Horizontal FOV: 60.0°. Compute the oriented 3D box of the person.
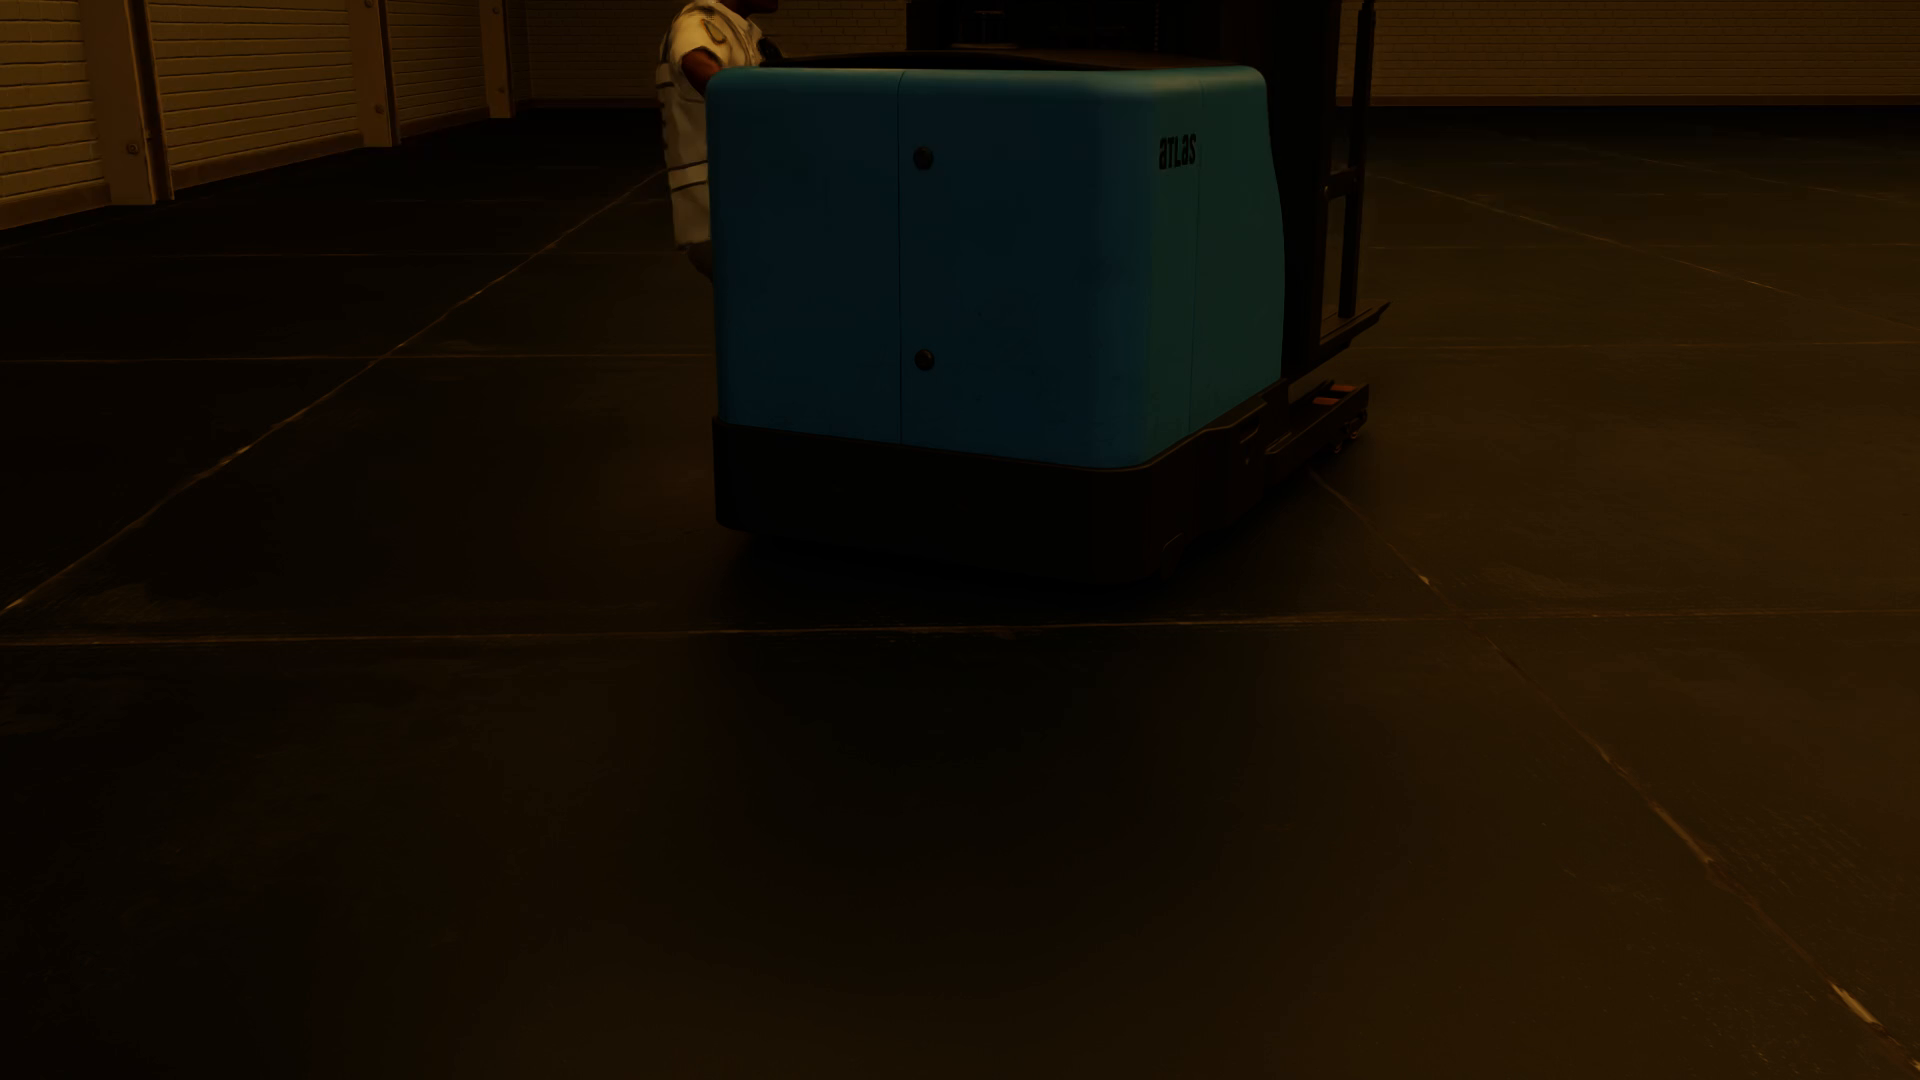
[{"bbox_3d":[-0.343,-0.852,4.213,0.817,1.441,0.887,-1,17,-4],"label":"person"}]

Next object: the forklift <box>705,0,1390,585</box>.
[{"bbox_3d":[0.553,-1.695,4.448,1.130,2.935,3.031,8,19,25],"label":"forklift"}]
